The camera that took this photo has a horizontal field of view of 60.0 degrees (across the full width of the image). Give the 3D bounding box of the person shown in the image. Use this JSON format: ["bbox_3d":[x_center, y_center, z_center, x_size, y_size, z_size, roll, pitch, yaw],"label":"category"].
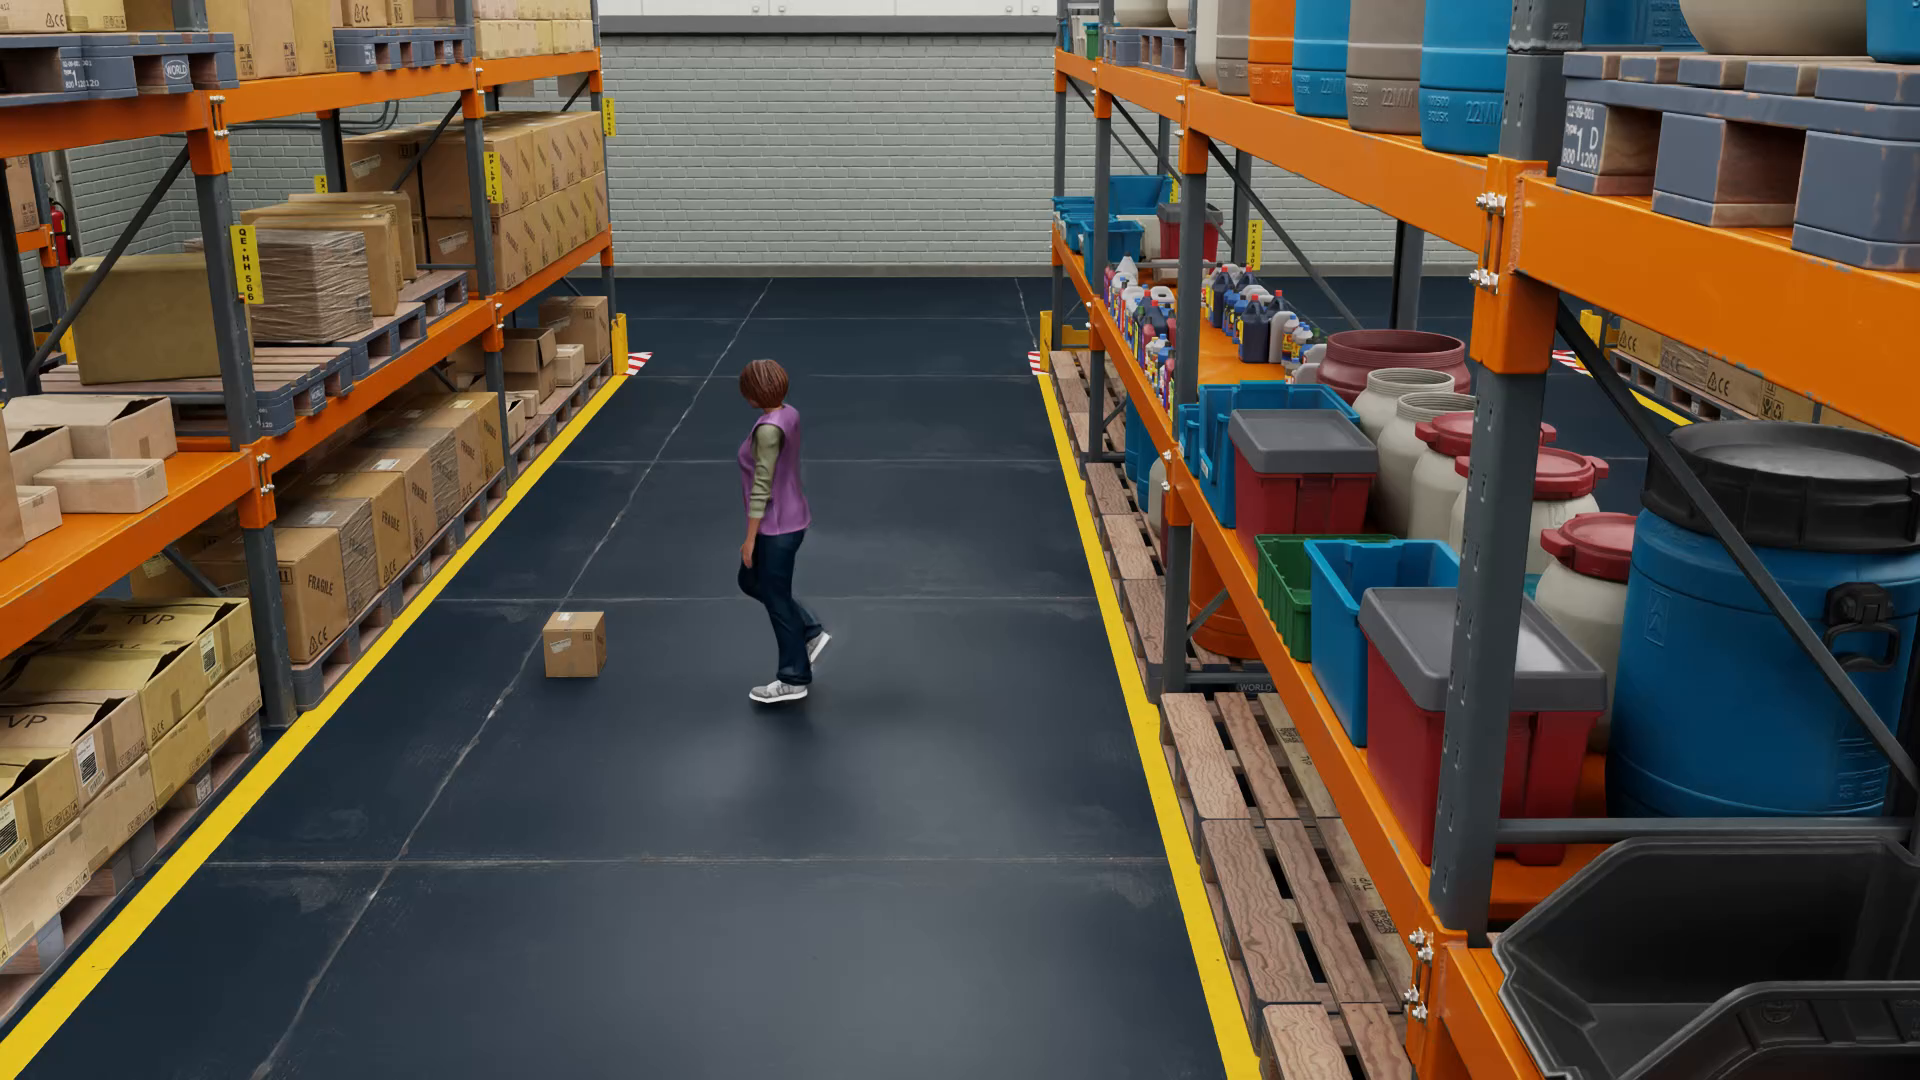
[{"bbox_3d":[-0.837,-0.047,7.650,0.441,1.590,0.450,1,17,3],"label":"person"}]
